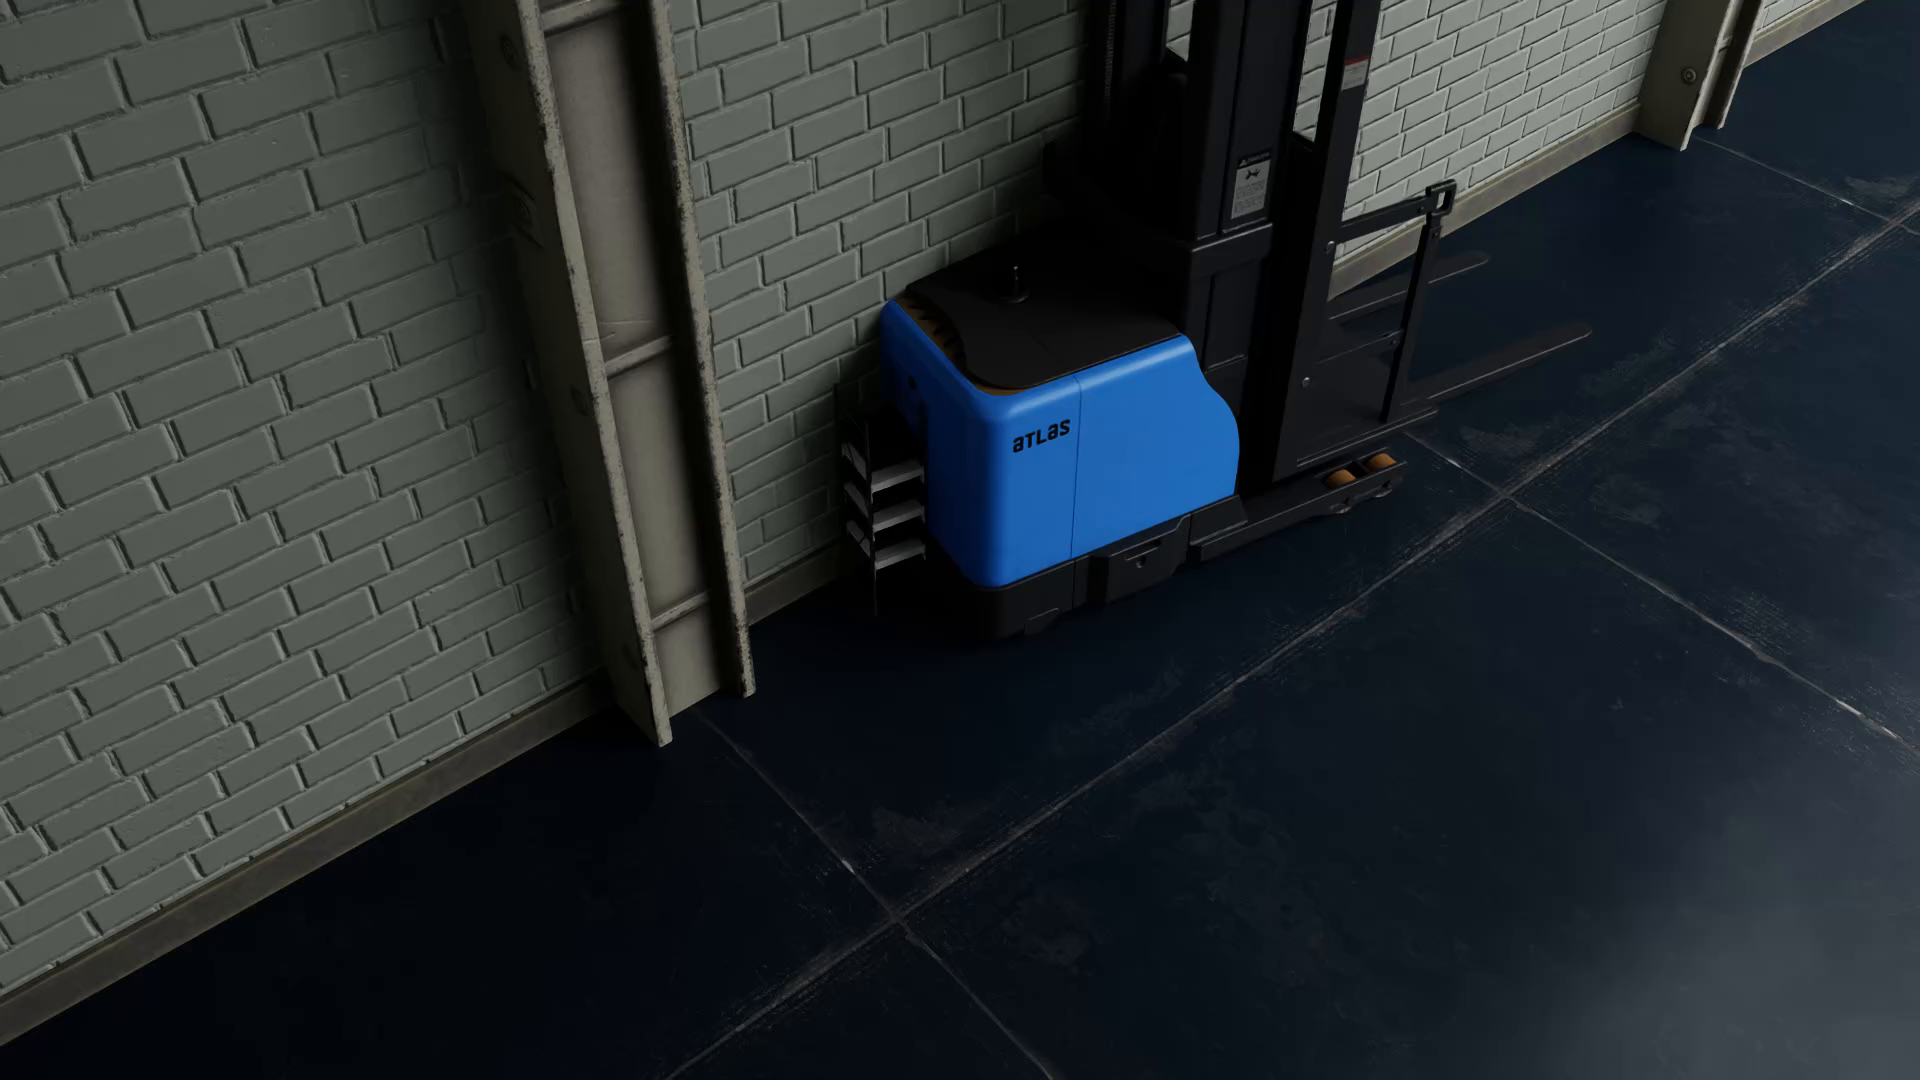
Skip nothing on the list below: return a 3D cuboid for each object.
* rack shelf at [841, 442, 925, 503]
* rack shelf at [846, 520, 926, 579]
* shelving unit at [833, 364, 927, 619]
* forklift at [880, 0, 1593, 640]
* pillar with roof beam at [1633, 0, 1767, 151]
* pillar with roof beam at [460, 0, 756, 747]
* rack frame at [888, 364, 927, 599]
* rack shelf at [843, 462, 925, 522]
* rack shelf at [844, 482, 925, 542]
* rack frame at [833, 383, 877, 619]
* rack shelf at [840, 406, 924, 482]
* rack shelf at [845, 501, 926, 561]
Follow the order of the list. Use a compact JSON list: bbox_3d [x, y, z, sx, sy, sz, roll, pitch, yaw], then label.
[{"bbox_3d":[-0.268,-0.260,5.655,0.200,0.077,0.258,-21,47,-21],"label":"rack shelf"},{"bbox_3d":[-0.268,0.003,5.901,0.200,0.077,0.258,-21,47,-21],"label":"rack shelf"},{"bbox_3d":[-0.268,-0.153,5.755,0.210,0.900,0.258,-21,47,-21],"label":"shelving unit"},{"bbox_3d":[1.128,-1.464,5.668,3.031,2.935,1.130,-21,47,-21],"label":"forklift"},{"bbox_3d":[6.418,-3.132,3.012,0.400,9.000,9.100,-30,51,-28],"label":"pillar with roof beam"},{"bbox_3d":[1.816,-0.497,0.206,0.400,9.000,9.100,-30,51,-28],"label":"pillar with roof beam"},{"bbox_3d":[-0.180,-0.187,5.791,0.006,0.900,0.240,-21,47,-21],"label":"rack frame"},{"bbox_3d":[-0.268,-0.194,5.716,0.200,0.077,0.258,-21,47,-21],"label":"rack shelf"},{"bbox_3d":[-0.268,-0.128,5.778,0.200,0.077,0.258,-21,47,-21],"label":"rack shelf"},{"bbox_3d":[-0.357,-0.118,5.719,0.006,0.900,0.240,-21,47,-21],"label":"rack frame"},{"bbox_3d":[-0.268,-0.325,5.593,0.200,0.077,0.258,-21,47,-21],"label":"rack shelf"},{"bbox_3d":[-0.268,-0.063,5.840,0.200,0.077,0.258,-21,47,-21],"label":"rack shelf"}]
